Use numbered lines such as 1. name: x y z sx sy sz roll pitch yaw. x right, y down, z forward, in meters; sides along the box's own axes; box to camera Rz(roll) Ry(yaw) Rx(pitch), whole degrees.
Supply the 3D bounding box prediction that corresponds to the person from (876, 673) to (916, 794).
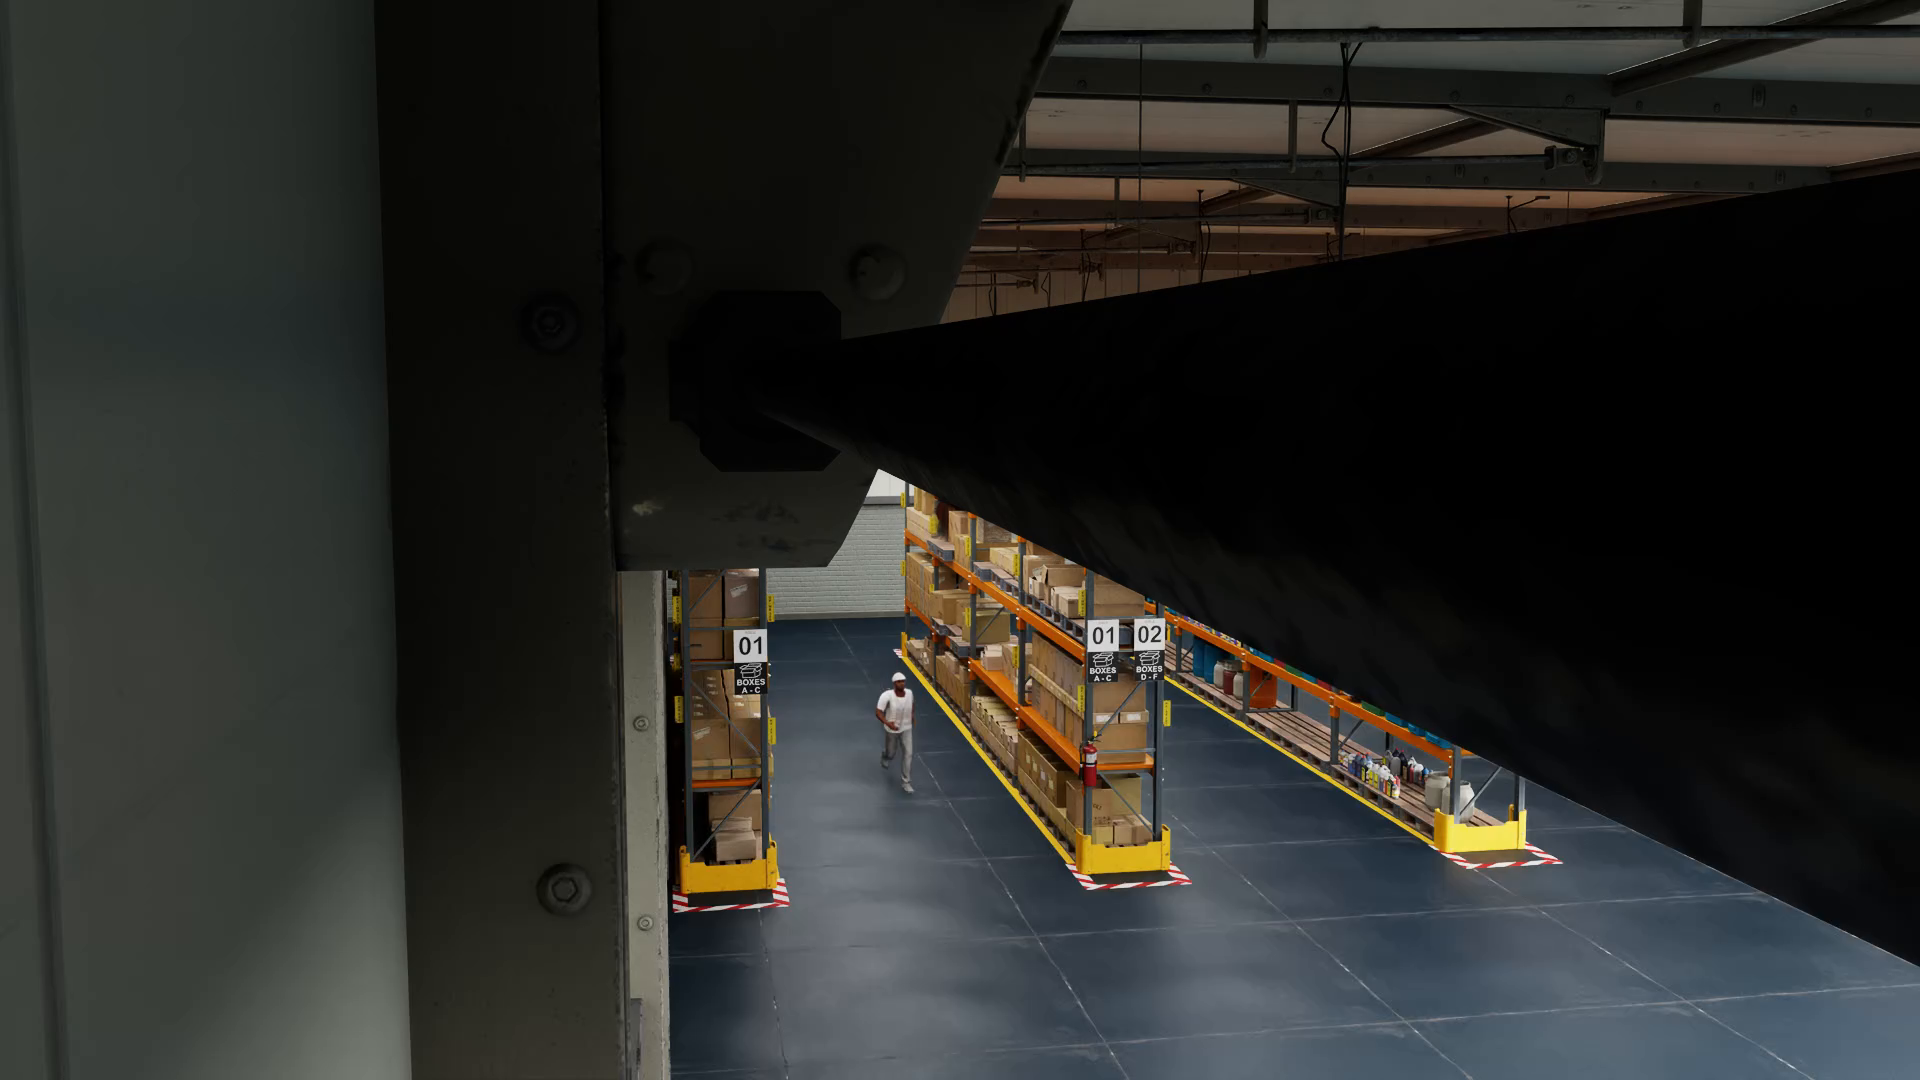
1. person: -0.955 2.874 25.174 0.672 1.757 1.090 -2 6 -18
